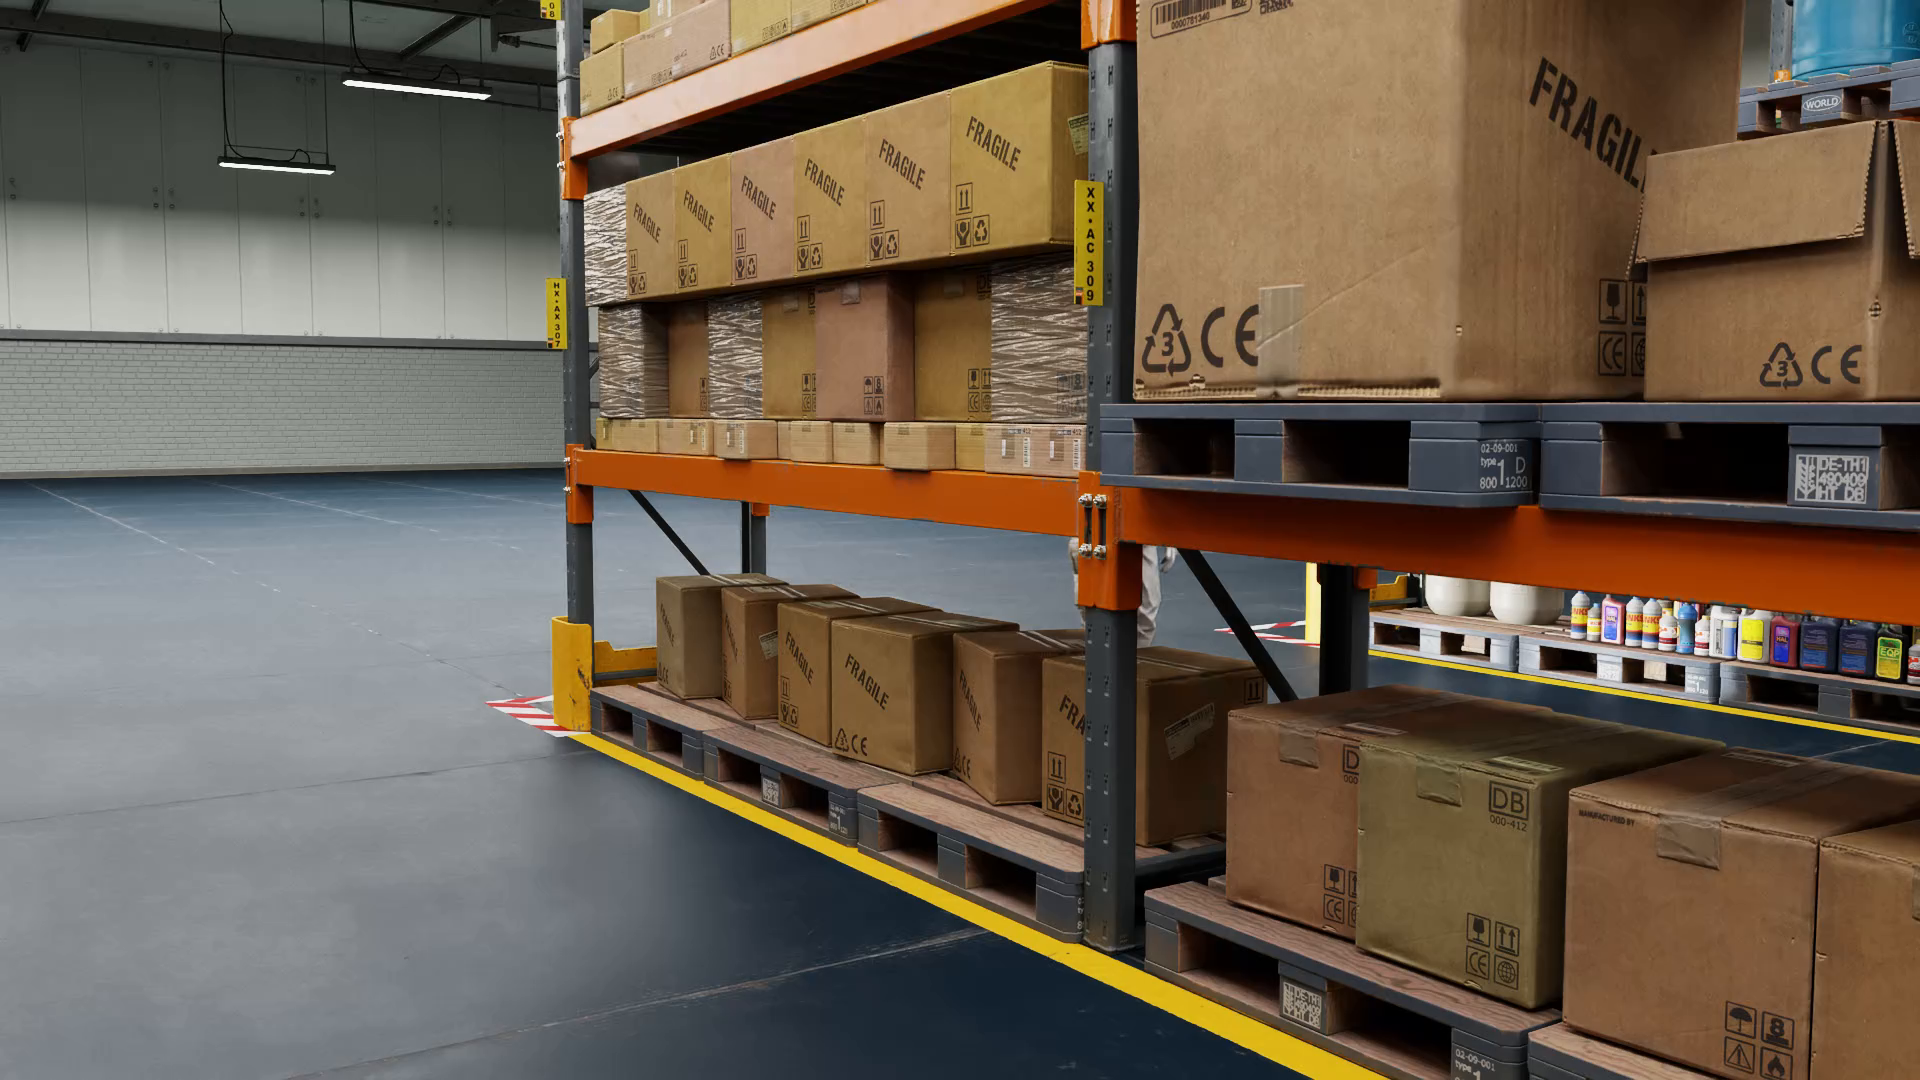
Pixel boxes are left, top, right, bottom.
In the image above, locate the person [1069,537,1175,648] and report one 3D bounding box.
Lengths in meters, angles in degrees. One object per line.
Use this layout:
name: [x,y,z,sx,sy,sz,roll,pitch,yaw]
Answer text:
person: [0.736,0.006,7.593,0.609,1.779,0.454,-3,6,-34]
